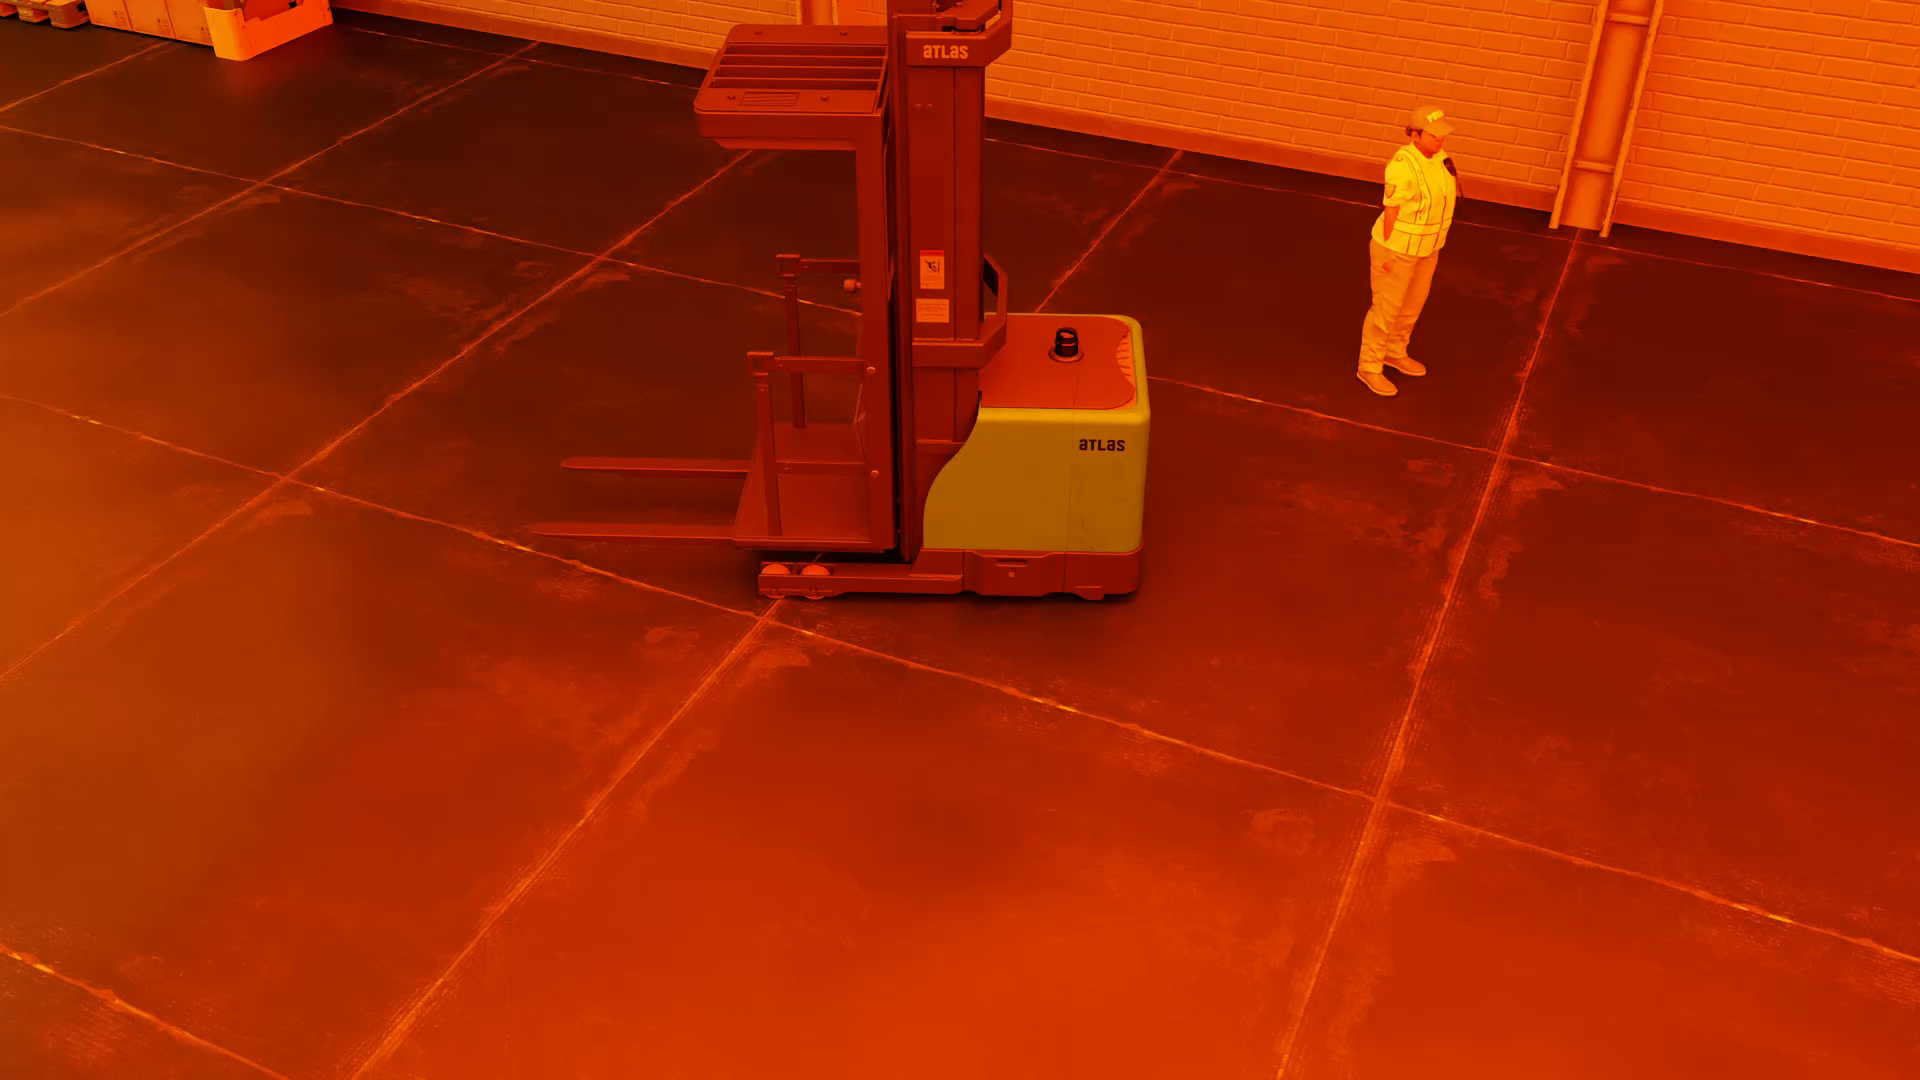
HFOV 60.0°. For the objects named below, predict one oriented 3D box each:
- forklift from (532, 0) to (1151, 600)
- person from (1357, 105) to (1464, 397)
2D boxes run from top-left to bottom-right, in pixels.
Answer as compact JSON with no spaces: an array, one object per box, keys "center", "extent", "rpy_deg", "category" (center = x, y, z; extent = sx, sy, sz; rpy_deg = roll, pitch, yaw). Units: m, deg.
[{"center":[-0.608,-1.208,7.780],"extent":[3.031,2.935,1.130],"rpy_deg":[1,36,2],"category":"forklift"},{"center":[2.570,-1.673,9.530],"extent":[0.482,1.667,0.392],"rpy_deg":[-29,44,-34],"category":"person"}]
